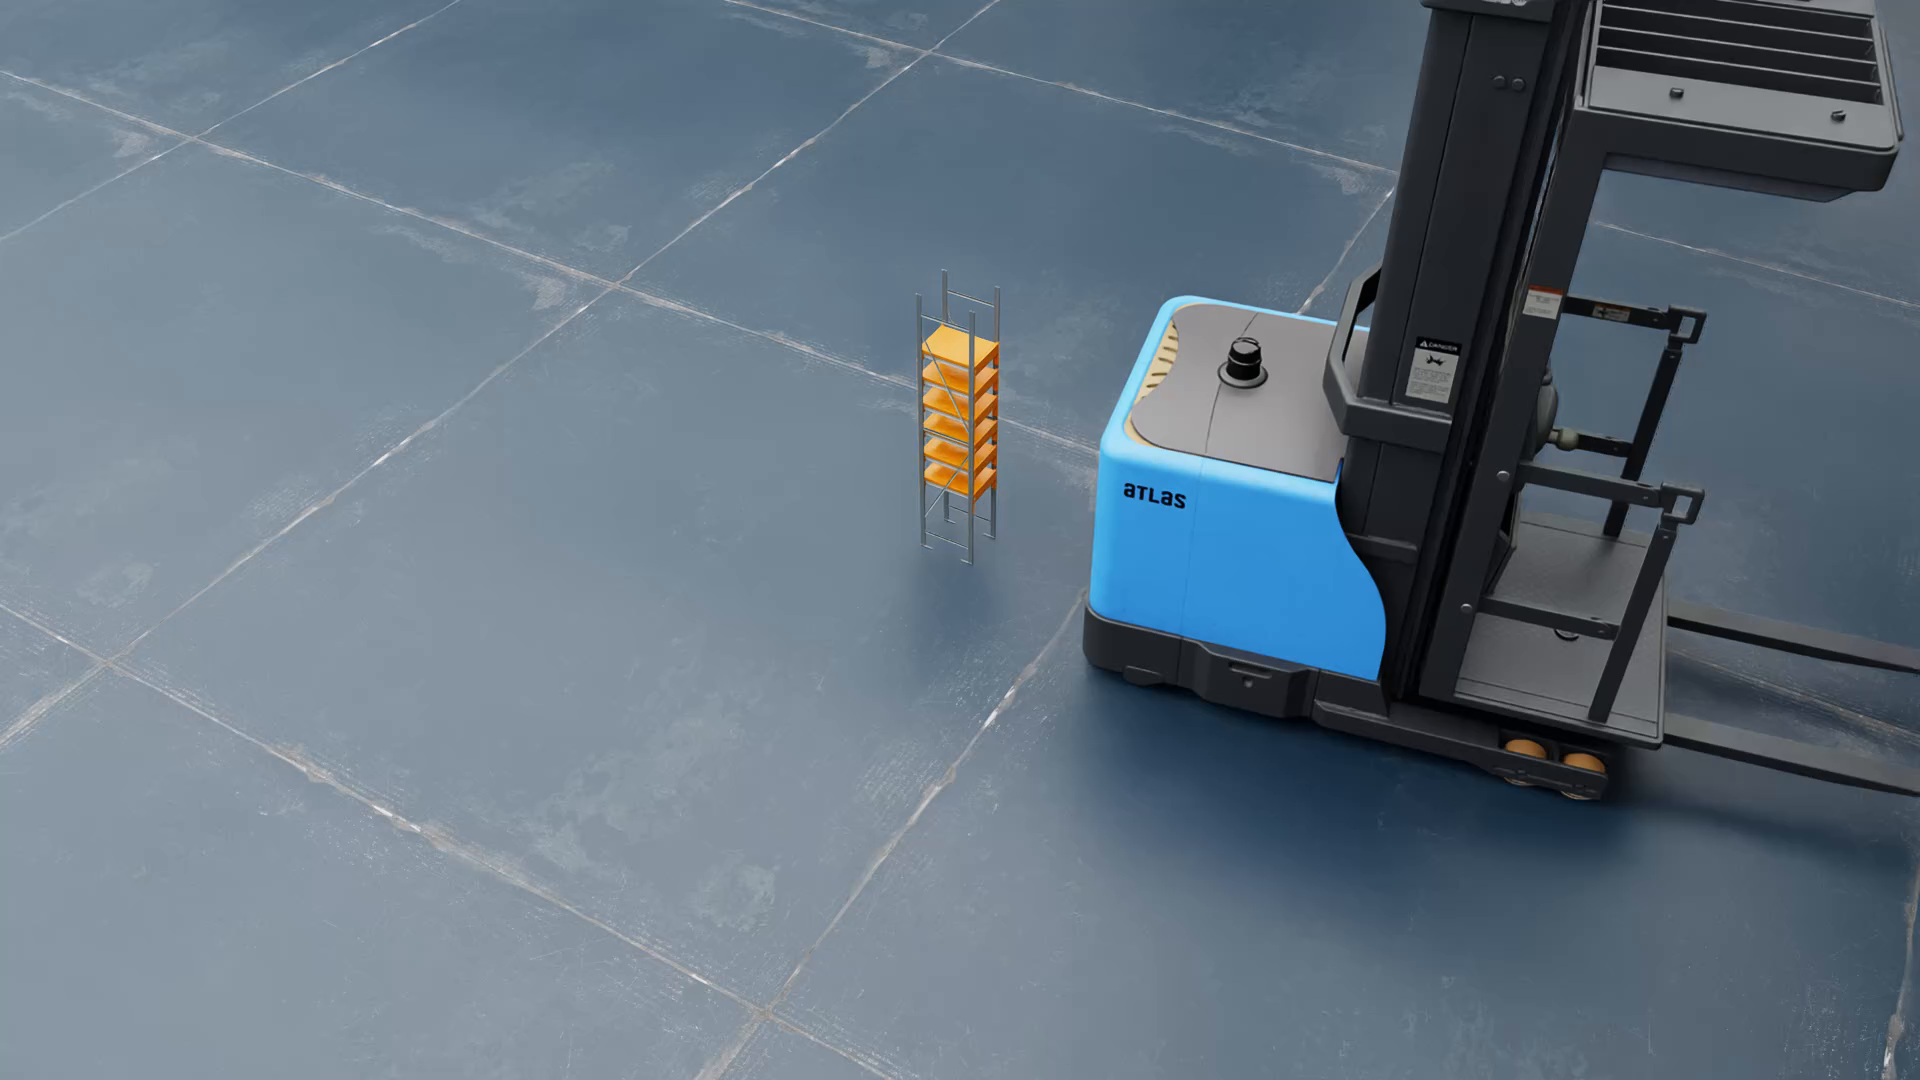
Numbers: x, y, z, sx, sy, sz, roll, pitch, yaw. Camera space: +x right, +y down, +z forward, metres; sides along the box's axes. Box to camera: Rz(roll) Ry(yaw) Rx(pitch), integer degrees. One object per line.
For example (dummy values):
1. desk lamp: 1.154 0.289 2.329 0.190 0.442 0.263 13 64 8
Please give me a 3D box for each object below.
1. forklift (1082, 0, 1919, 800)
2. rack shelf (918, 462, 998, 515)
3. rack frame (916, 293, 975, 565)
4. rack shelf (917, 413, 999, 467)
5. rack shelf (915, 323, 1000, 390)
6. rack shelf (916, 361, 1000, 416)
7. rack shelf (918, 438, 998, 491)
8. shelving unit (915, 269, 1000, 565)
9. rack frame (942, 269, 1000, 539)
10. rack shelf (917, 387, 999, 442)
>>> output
1. forklift: 2.029 -0.602 5.216 3.031 2.935 1.130 13 43 14
2. rack shelf: -0.007 -0.229 6.532 0.258 0.103 0.180 21 45 22
3. rack frame: -0.053 -0.390 6.285 0.240 1.200 0.006 21 45 22
4. rack shelf: -0.007 -0.409 6.373 0.258 0.103 0.180 21 45 22
5. rack shelf: -0.007 -0.679 6.136 0.258 0.103 0.180 21 45 22
6. rack shelf: -0.007 -0.589 6.215 0.258 0.103 0.180 21 45 22
7. rack shelf: -0.007 -0.319 6.453 0.258 0.103 0.180 21 45 22
8. shelving unit: -0.007 -0.442 6.344 0.258 1.200 0.189 21 45 22
9. rack frame: 0.039 -0.494 6.404 0.240 1.200 0.006 21 45 22
10. rack shelf: -0.007 -0.499 6.294 0.258 0.103 0.180 21 45 22
